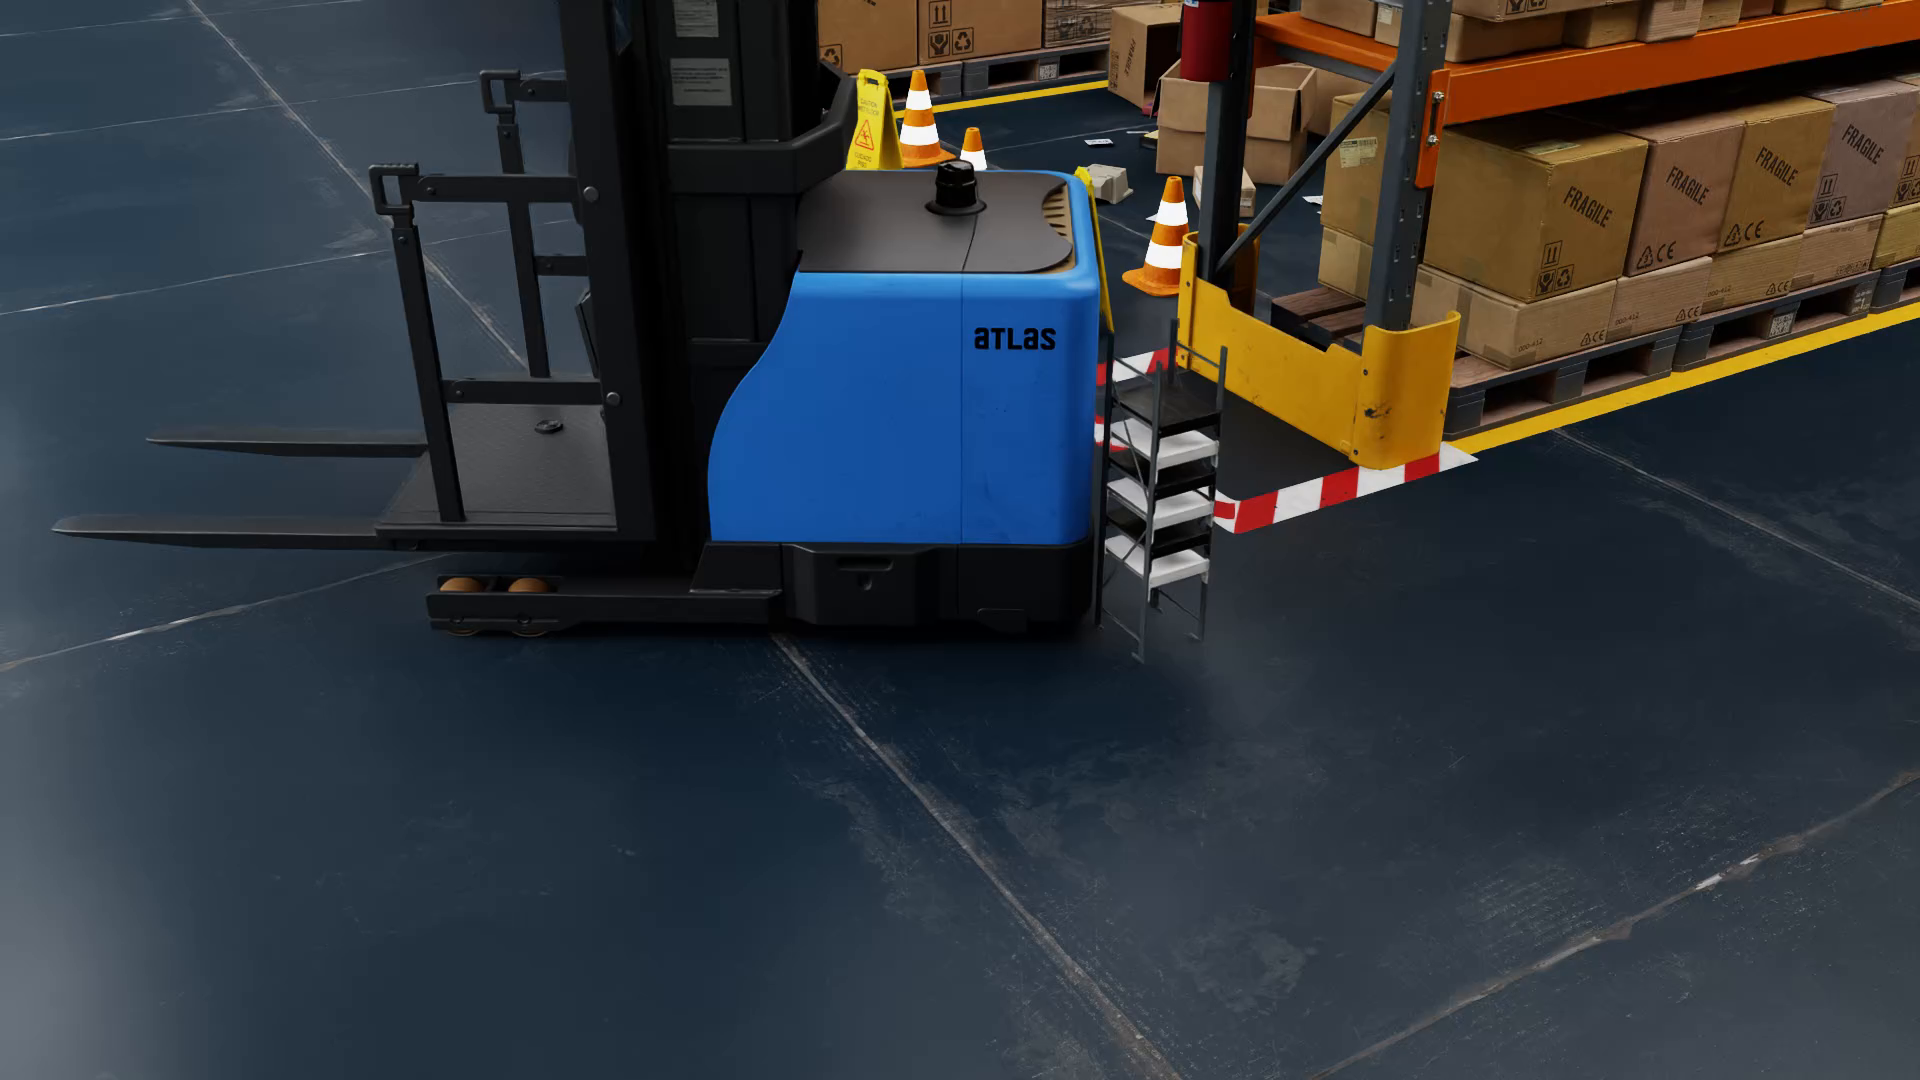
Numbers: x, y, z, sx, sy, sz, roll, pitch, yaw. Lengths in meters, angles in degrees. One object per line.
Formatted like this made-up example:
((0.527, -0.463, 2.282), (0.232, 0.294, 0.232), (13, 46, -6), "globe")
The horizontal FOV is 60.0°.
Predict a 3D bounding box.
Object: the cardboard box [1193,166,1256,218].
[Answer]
((1.302, -1.722, 8.216), (0.250, 0.149, 0.380), (0, 29, 0), "cardboard box")

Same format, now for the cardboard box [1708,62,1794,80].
((3.096, -1.801, 7.044), (0.500, 0.500, 0.500), (-14, 32, -24), "cardboard box")

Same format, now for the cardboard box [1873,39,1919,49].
((4.000, -2.063, 7.519), (0.500, 0.500, 0.500), (-14, 32, -24), "cardboard box")

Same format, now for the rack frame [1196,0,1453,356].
((1.196, -1.808, 5.421), (0.127, 3.000, 1.000), (-16, 33, -26), "rack frame")

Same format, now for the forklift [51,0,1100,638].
((-1.127, -1.260, 4.500), (3.031, 2.935, 1.130), (1, 29, 1), "forklift")

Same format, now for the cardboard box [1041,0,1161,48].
((0.697, -3.731, 10.670), (0.875, 0.875, 0.875), (-16, 33, -26), "cardboard box")

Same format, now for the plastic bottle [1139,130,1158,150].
((1.126, -2.232, 9.231), (0.133, 0.061, 0.283), (22, 36, 34), "plastic bottle")

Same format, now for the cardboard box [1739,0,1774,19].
((2.720, -2.003, 6.036), (0.250, 0.149, 0.380), (-15, 32, -25), "cardboard box")

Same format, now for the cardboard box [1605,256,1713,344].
((2.476, -0.992, 6.353), (0.500, 0.250, 0.500), (-15, 32, -25), "cardboard box")

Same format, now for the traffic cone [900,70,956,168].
((-0.221, -2.273, 8.889), (0.334, 0.463, 0.336), (-16, 33, -26), "traffic cone")

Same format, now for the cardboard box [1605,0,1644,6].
((2.190, -2.110, 5.558), (0.500, 0.500, 0.500), (-15, 32, -25), "cardboard box")

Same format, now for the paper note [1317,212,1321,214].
((1.811, -1.615, 8.165), (0.123, 0.001, 0.032), (-16, 33, -26), "paper note")

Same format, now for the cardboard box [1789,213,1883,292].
((3.377, -1.253, 6.827), (0.500, 0.250, 0.500), (-15, 32, -26), "cardboard box")

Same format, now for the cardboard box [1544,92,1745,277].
((2.501, -1.334, 6.198), (0.500, 0.500, 0.500), (-17, 33, -28), "cardboard box")

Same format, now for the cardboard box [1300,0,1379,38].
((1.410, -1.878, 5.809), (0.250, 0.149, 0.380), (-15, 32, -25), "cardboard box")

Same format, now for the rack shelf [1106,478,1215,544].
((0.540, -0.098, 4.566), (0.200, 0.077, 0.258), (-15, 32, -25), "rack shelf")

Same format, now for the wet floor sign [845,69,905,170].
((-0.420, -1.982, 8.174), (0.232, 0.644, 0.267), (-22, 36, -35), "wet floor sign")

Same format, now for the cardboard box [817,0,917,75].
((-0.847, -3.292, 9.875), (0.875, 0.875, 0.875), (-16, 33, -26), "cardboard box")

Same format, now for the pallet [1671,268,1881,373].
((3.031, -1.086, 7.000), (1.213, 0.211, 1.003), (-16, 33, -26), "pallet")

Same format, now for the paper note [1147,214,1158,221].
((1.003, -1.568, 8.060), (0.148, 0.019, 0.142), (22, 36, 34), "paper note")

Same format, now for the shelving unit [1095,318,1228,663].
((0.540, -0.128, 4.550), (0.210, 0.900, 0.258), (-15, 32, -25), "shelving unit")

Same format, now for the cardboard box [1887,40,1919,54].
((4.271, -1.838, 7.112), (0.500, 0.500, 0.500), (-16, 33, -27), "cardboard box")

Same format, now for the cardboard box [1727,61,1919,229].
((3.394, -1.588, 6.658), (0.500, 0.500, 0.500), (-14, 32, -24), "cardboard box")

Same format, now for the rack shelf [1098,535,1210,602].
((0.540, 0.059, 4.653), (0.200, 0.077, 0.258), (-15, 32, -25), "rack shelf")

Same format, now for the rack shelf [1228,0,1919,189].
((2.921, -1.982, 6.482), (4.000, 0.370, 1.077), (-16, 33, -26), "rack shelf")

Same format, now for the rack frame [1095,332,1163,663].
((0.452, -0.103, 4.506), (0.006, 0.900, 0.240), (-15, 32, -25), "rack frame")

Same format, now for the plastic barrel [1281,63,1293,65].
((1.849, -2.779, 9.848), (0.421, 0.421, 0.512), (5, 29, 8), "plastic barrel")

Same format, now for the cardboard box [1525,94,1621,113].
((2.203, -1.550, 6.589), (0.500, 0.500, 0.500), (-15, 32, -25), "cardboard box")

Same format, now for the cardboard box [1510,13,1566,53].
((1.805, -1.762, 5.599), (0.250, 0.149, 0.380), (-15, 32, -26), "cardboard box")

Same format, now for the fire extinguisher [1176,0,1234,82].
((0.864, -1.938, 5.737), (0.183, 0.674, 0.296), (-16, 33, -26), "fire extinguisher")

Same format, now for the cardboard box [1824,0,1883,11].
((3.209, -2.093, 6.198), (0.250, 0.149, 0.380), (-16, 32, -26), "cardboard box")

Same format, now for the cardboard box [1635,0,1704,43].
((2.316, -1.836, 5.733), (0.250, 0.149, 0.380), (-15, 32, -26), "cardboard box")

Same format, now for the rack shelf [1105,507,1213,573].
((0.540, -0.020, 4.609), (0.200, 0.077, 0.258), (-15, 32, -25), "rack shelf")

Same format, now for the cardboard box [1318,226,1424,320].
((1.778, -1.103, 6.556), (0.500, 0.250, 0.500), (-16, 33, -27), "cardboard box")

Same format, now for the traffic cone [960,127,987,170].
((0.058, -1.719, 7.885), (0.334, 0.463, 0.336), (-16, 33, -26), "traffic cone")

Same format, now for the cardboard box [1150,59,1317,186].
((1.428, -2.199, 8.714), (0.797, 0.503, 0.637), (10, 30, 17), "cardboard box")

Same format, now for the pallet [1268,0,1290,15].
((2.677, -3.823, 11.960), (1.213, 0.211, 1.003), (-16, 33, -26), "pallet")

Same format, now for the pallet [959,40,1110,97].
((0.302, -3.149, 10.738), (1.213, 0.211, 1.003), (-16, 33, -26), "pallet")
